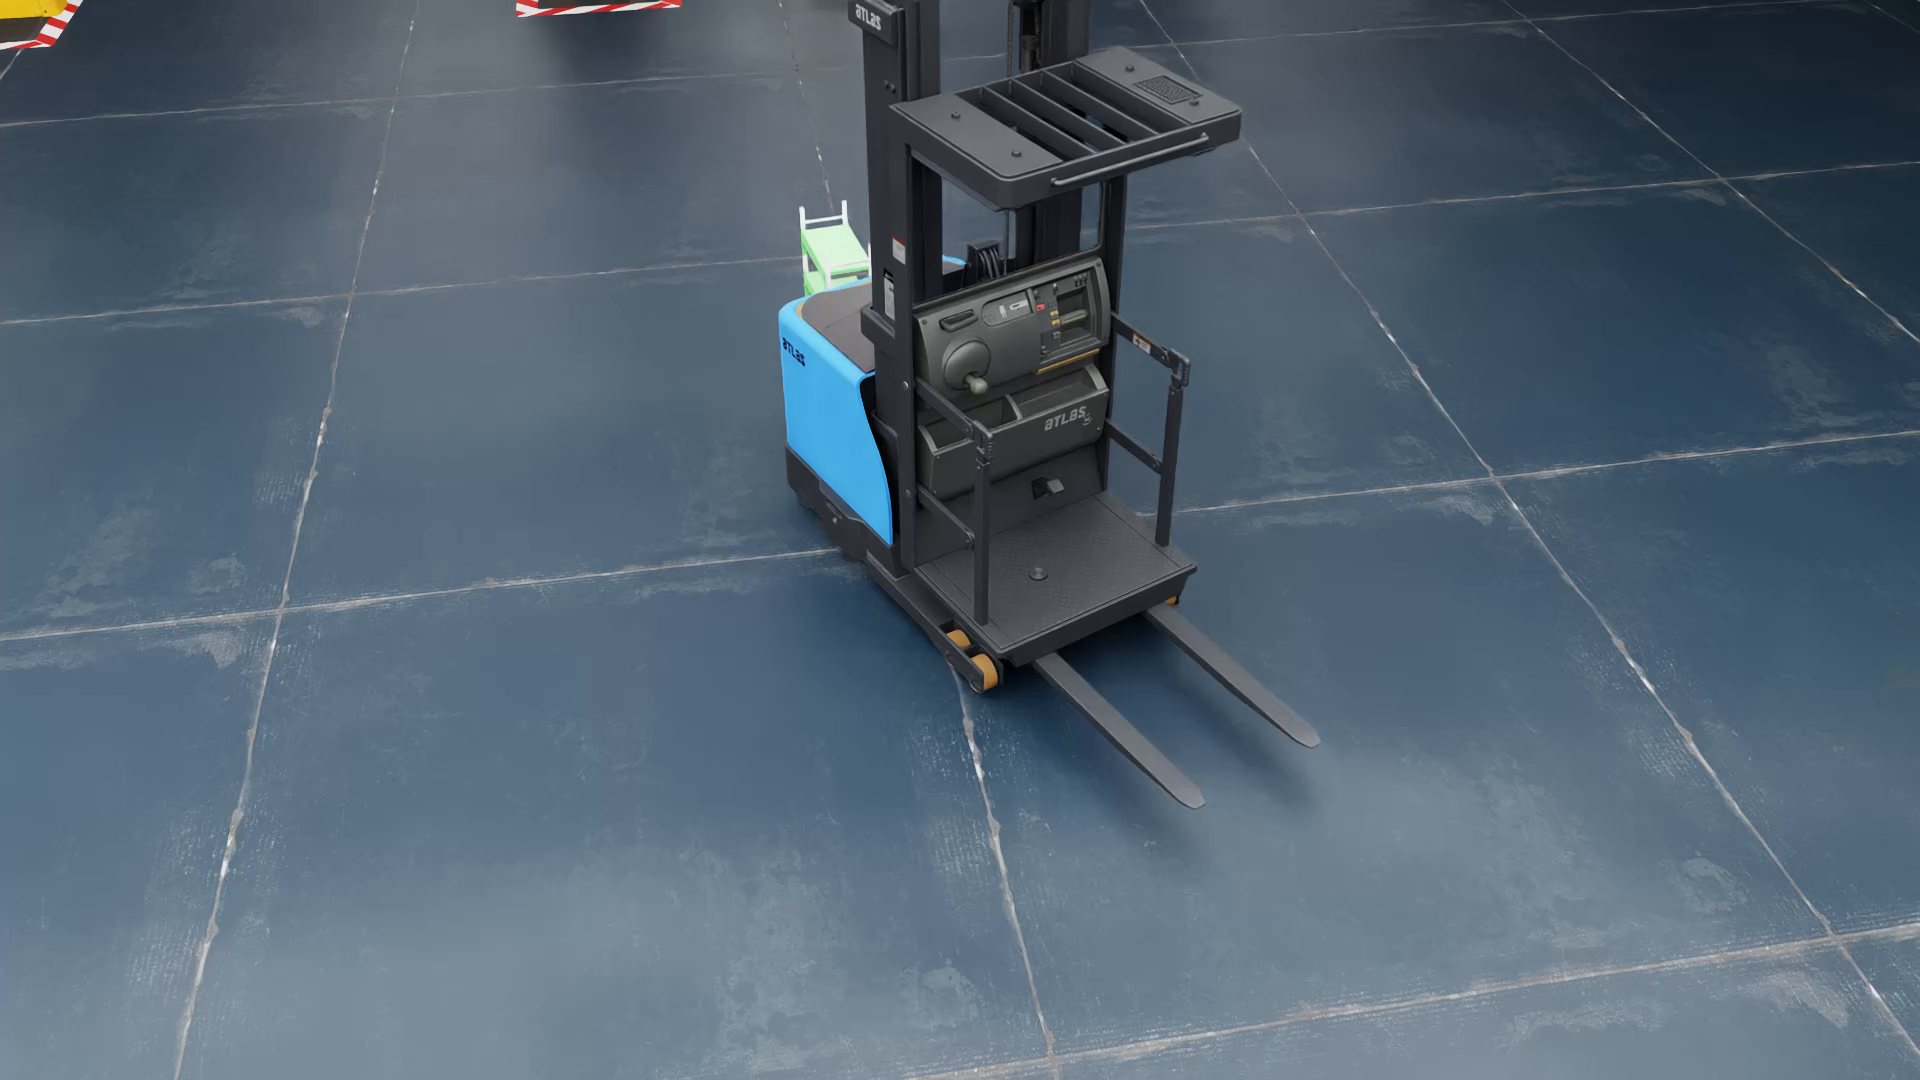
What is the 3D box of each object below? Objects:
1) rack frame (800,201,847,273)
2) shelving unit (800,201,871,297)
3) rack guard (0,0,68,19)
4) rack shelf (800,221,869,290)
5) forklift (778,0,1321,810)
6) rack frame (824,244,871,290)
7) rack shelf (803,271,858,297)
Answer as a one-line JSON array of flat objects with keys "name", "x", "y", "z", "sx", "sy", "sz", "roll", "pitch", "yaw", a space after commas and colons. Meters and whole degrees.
[{"name": "rack frame", "x": -0.689, "y": -1.215, "z": 8.735, "sx": 0.240, "sy": 1.200, "sz": 0.015, "roll": -11, "pitch": 39, "yaw": -14}, {"name": "shelving unit", "x": -0.612, "y": -1.072, "z": 8.552, "sx": 0.258, "sy": 1.200, "sz": 0.503, "roll": -11, "pitch": 39, "yaw": -14}, {"name": "rack guard", "x": -8.032, "y": -4.561, "z": 13.613, "sx": 1.175, "sy": 0.500, "sz": 0.348, "roll": -6, "pitch": 38, "yaw": -8}, {"name": "rack shelf", "x": -0.612, "y": -1.401, "z": 8.297, "sx": 0.258, "sy": 0.148, "sz": 0.480, "roll": -11, "pitch": 39, "yaw": -14}, {"name": "forklift", "x": 0.355, "y": -0.826, "z": 6.824, "sx": 1.130, "sy": 2.935, "sz": 3.031, "roll": -22, "pitch": 43, "yaw": -26}, {"name": "rack frame", "x": -0.536, "y": -0.930, "z": 8.369, "sx": 0.240, "sy": 1.200, "sz": 0.015, "roll": -11, "pitch": 39, "yaw": -14}, {"name": "rack shelf", "x": -0.612, "y": -1.211, "z": 8.444, "sx": 0.258, "sy": 0.148, "sz": 0.480, "roll": -11, "pitch": 39, "yaw": -14}]
